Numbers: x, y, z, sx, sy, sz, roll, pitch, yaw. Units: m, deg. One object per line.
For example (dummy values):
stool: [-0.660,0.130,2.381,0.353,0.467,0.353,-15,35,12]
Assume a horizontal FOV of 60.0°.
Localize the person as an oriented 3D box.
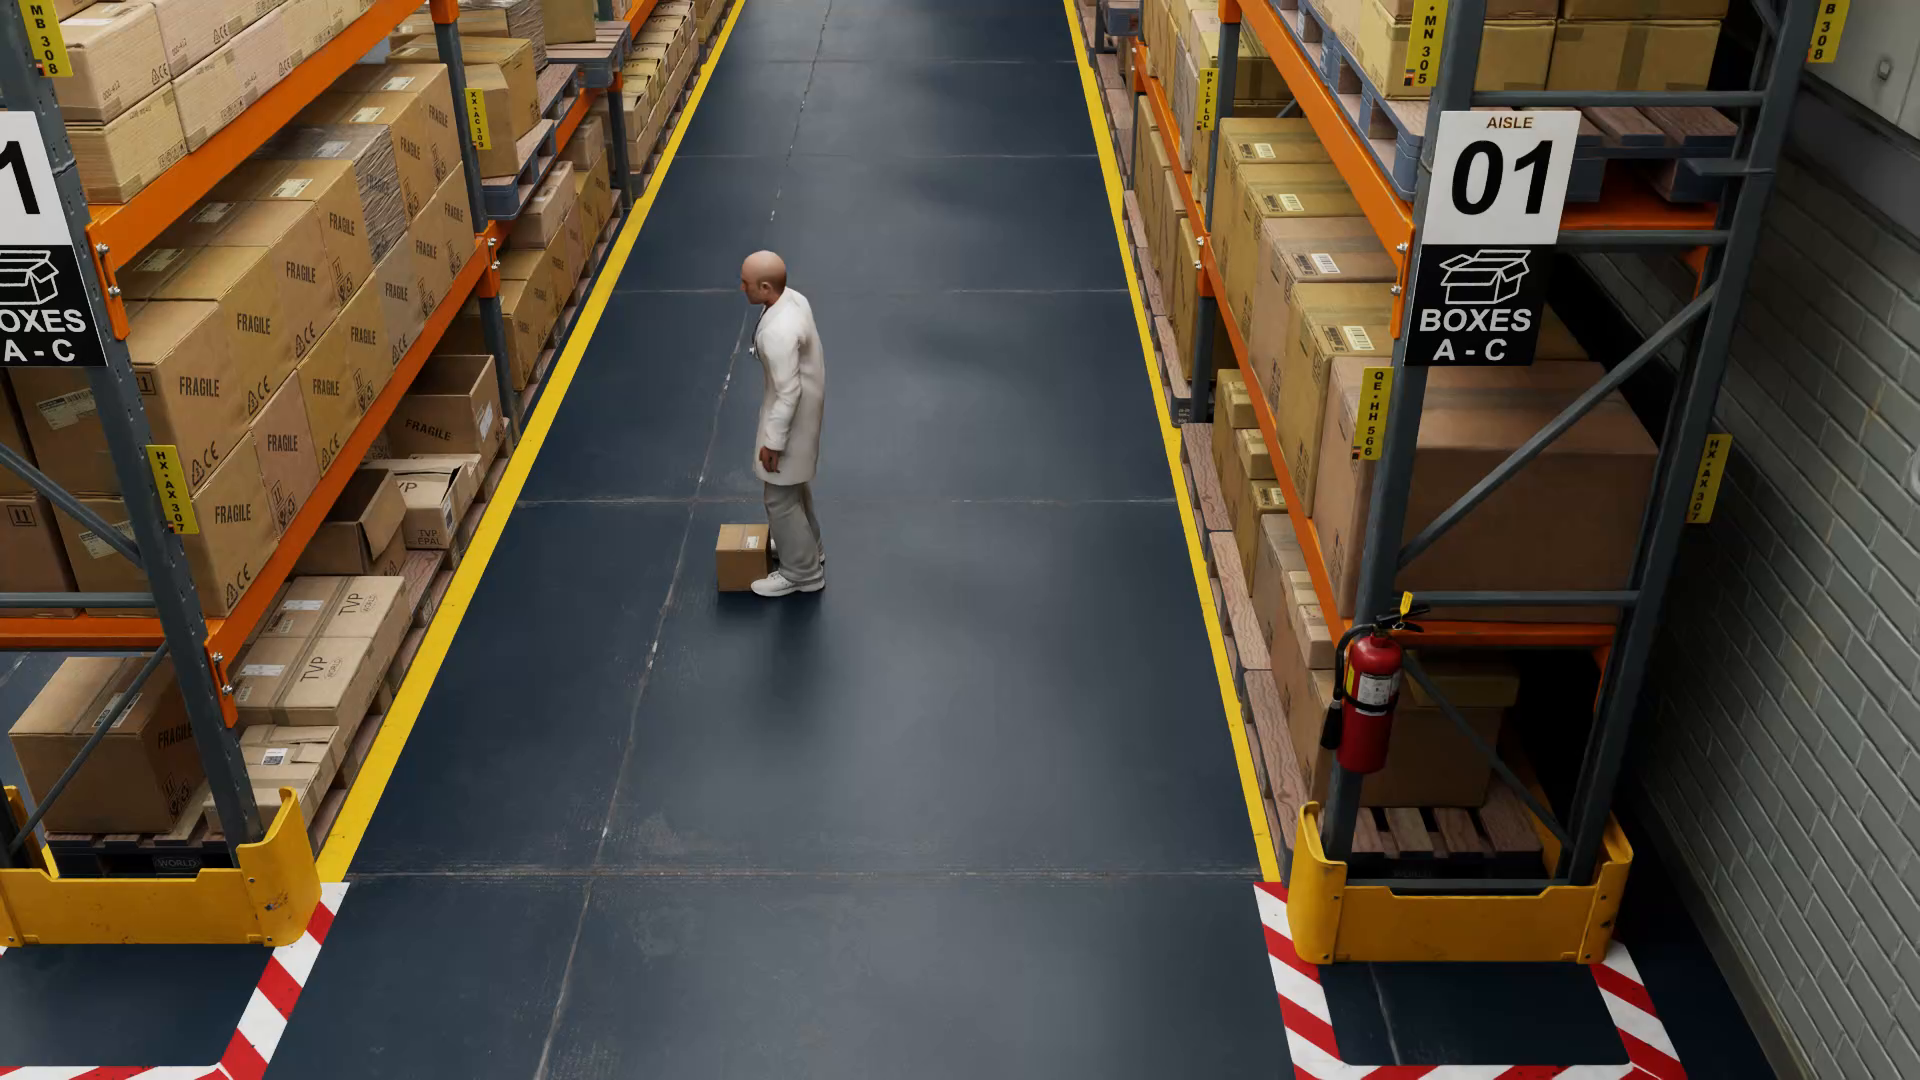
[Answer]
person: [-0.856,-0.570,8.093,0.424,1.774,0.644,0,31,0]
